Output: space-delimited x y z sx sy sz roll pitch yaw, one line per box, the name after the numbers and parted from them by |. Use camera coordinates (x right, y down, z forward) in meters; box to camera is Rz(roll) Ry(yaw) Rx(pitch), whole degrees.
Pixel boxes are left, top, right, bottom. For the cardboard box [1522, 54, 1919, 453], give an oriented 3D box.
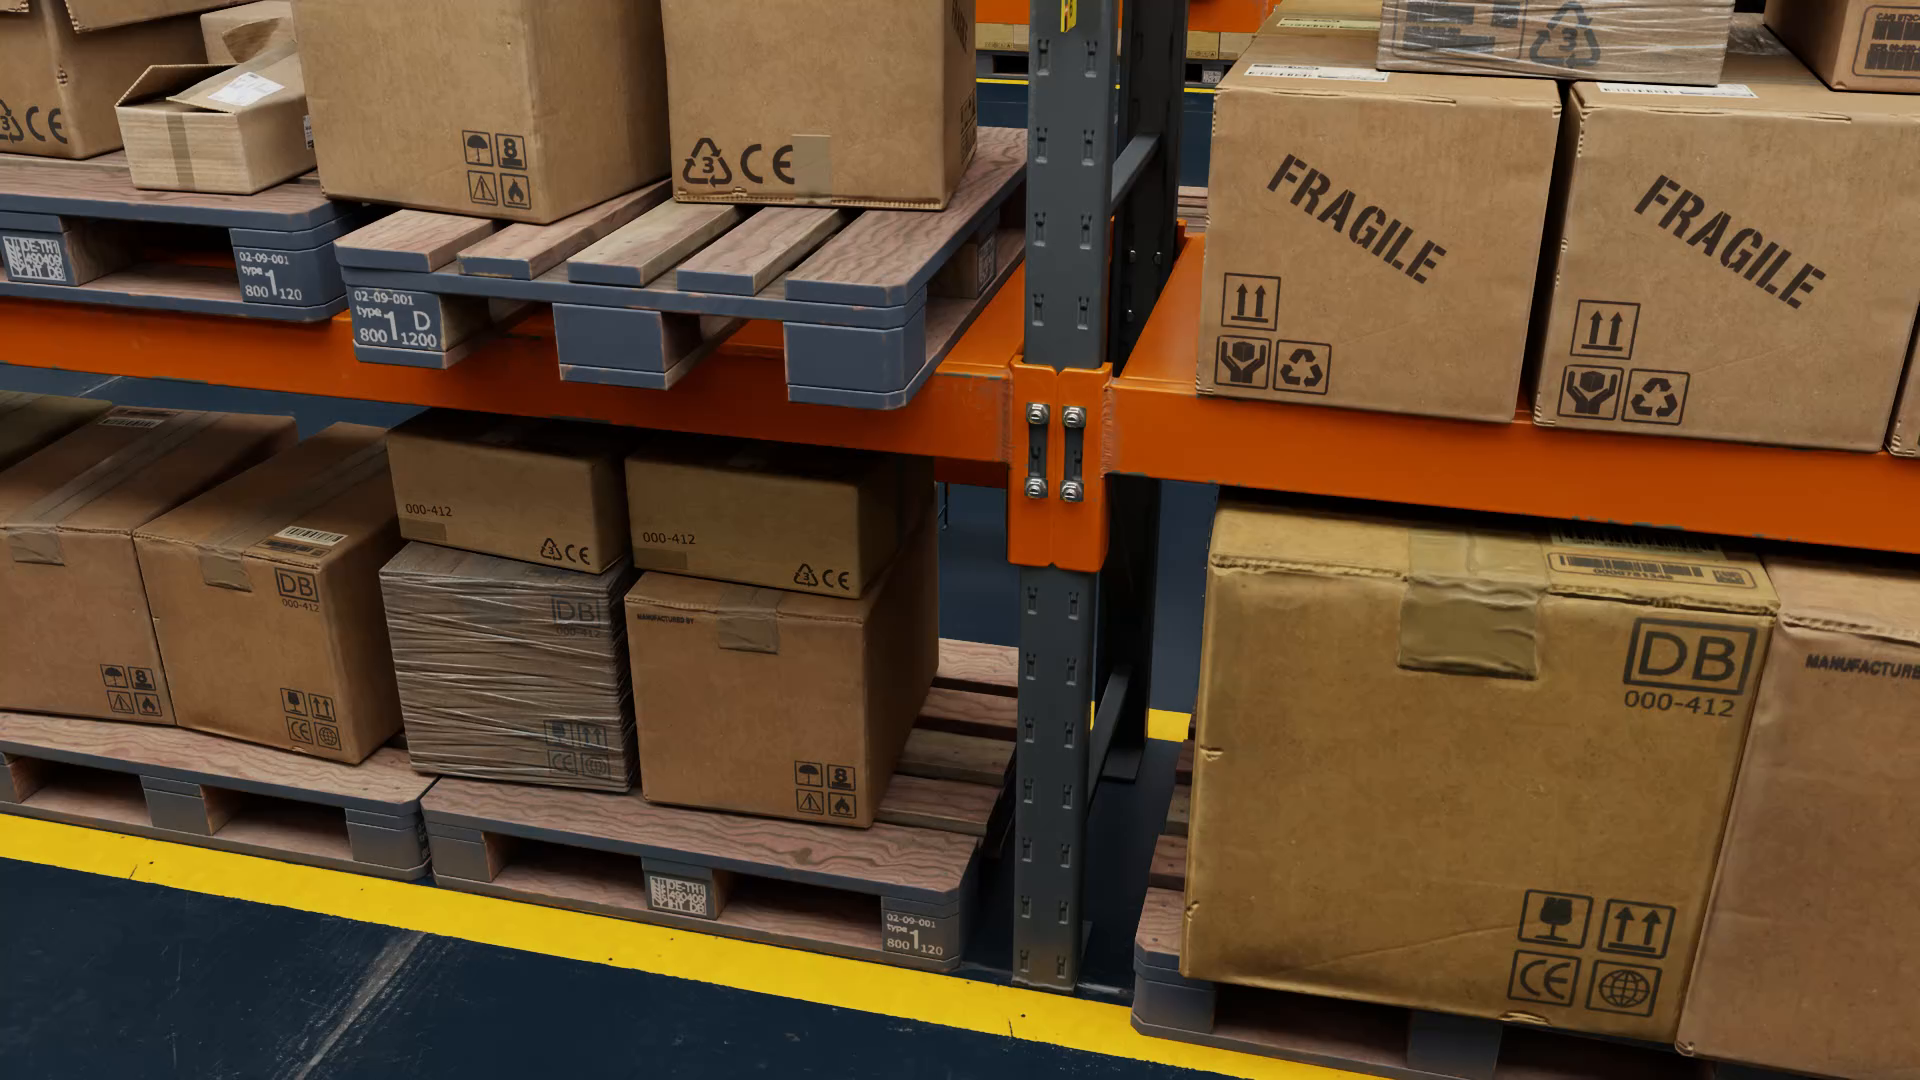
1.193 -0.481 2.654 0.500 0.500 0.500 6 26 12 | cardboard box

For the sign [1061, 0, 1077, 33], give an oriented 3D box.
0.164 -0.915 2.428 0.005 0.325 0.100 6 26 13 | sign

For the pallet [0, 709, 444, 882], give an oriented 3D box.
-1.645 0.388 4.189 1.213 0.211 1.003 6 26 13 | pallet

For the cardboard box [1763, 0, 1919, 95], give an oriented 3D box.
1.624 -0.997 2.572 0.637 0.503 0.797 7 26 14 | cardboard box

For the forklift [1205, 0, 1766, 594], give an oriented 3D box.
2.270 -1.094 4.138 3.031 2.935 1.130 7 26 14 | forklift

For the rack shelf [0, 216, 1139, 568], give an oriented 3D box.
-1.647 -0.545 3.741 4.000 0.370 1.077 6 26 13 | rack shelf

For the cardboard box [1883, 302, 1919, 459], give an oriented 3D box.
1.690 -0.427 2.542 0.500 0.500 0.500 6 26 12 | cardboard box

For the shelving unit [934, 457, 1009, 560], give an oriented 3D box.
0.052 -0.468 5.012 0.252 1.050 0.215 6 26 13 | shelving unit

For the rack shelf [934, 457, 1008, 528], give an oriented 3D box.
0.052 -0.208 5.136 0.240 0.259 0.215 6 26 13 | rack shelf

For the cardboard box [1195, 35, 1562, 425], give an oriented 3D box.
0.693 -0.535 2.768 0.500 0.500 0.500 7 26 15 | cardboard box

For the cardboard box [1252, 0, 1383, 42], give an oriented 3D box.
0.829 -0.751 3.221 0.500 0.500 0.500 7 26 15 | cardboard box

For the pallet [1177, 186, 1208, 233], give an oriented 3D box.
0.783 -1.557 8.275 1.213 0.211 1.003 6 26 13 | pallet

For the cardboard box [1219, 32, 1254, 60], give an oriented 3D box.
2.190 -3.682 12.204 0.500 0.250 0.500 7 26 14 | cardboard box

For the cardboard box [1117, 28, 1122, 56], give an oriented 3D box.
1.204 -3.791 12.433 0.500 0.250 0.500 7 26 14 | cardboard box

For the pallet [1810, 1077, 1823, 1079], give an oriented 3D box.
2.212 0.851 3.217 1.213 0.211 1.003 6 26 13 | pallet

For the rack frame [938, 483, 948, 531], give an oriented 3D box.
-0.066 -0.481 5.040 0.008 1.050 0.200 6 26 13 | rack frame

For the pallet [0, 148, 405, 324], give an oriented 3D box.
-1.638 -0.764 3.587 1.213 0.211 1.003 6 26 13 | pallet

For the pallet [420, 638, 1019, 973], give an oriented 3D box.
-0.467 0.520 3.913 1.213 0.211 1.003 6 26 13 | pallet

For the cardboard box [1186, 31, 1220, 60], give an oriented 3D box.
1.690 -3.736 12.317 0.500 0.250 0.500 6 26 12 | cardboard box

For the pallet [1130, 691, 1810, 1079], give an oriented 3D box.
1.035 0.720 3.493 1.213 0.211 1.003 6 26 13 | pallet

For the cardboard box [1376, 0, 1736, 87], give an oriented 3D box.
0.994 -1.068 2.721 0.637 0.503 0.797 7 26 15 | cardboard box

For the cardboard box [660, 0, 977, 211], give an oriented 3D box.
-0.243 -0.931 3.112 0.500 0.500 0.500 3 26 7 | cardboard box

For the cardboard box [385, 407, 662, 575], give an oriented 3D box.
-0.883 -0.176 3.653 0.500 0.250 0.500 9 27 19 | cardboard box

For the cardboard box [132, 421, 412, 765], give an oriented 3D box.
-1.455 0.099 3.948 0.500 0.500 0.700 9 27 17 | cardboard box

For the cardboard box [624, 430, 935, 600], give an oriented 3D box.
-0.367 -0.123 3.543 0.500 0.250 0.500 7 26 15 | cardboard box

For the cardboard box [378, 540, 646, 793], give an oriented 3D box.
-0.905 0.157 3.826 0.500 0.500 0.700 4 26 9 | cardboard box

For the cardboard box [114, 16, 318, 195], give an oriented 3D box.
-1.393 -0.850 3.214 0.258 0.266 0.396 6 26 12 | cardboard box

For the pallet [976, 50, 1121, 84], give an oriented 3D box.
0.795 -3.756 12.893 1.213 0.211 1.003 6 26 13 | pallet

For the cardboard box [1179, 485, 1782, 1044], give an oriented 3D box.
0.953 0.197 3.330 0.875 0.875 1.225 5 26 11 | cardboard box

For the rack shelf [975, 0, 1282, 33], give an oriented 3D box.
-0.414 -2.607 8.072 4.000 0.370 1.077 6 26 13 | rack shelf

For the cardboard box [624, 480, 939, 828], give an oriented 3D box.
-0.364 0.211 3.713 0.500 0.500 0.700 5 26 10 | cardboard box

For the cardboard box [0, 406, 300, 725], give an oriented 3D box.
-1.996 0.040 4.073 0.500 0.500 0.700 4 26 9 | cardboard box

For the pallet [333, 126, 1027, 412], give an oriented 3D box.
-0.427 -0.601 3.245 1.003 0.211 1.213 6 26 13 | pallet

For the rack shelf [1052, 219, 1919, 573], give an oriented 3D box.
2.227 -0.116 2.842 4.000 0.370 1.077 6 26 13 | rack shelf

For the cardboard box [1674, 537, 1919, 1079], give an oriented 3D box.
1.814 0.296 3.123 0.875 0.875 1.225 6 26 13 | cardboard box

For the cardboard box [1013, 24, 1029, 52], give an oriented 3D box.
0.705 -3.845 12.546 0.500 0.250 0.500 7 26 14 | cardboard box

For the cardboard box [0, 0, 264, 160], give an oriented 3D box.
-1.882 -1.173 3.615 0.637 0.503 0.797 9 27 18 | cardboard box

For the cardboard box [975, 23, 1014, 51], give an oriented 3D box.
0.213 -3.899 12.661 0.500 0.250 0.500 6 26 11 | cardboard box

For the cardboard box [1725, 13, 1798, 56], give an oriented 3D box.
1.311 -0.695 3.104 0.500 0.500 0.500 6 26 13 | cardboard box

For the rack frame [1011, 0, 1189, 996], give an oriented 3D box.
0.290 -0.655 3.137 0.127 3.000 1.000 6 26 13 | rack frame

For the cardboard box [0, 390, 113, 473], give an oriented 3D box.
-2.538 -0.020 4.198 0.500 0.500 0.700 6 26 13 | cardboard box

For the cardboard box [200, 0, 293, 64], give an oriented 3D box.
-1.276 -1.052 3.657 0.500 0.250 0.500 6 26 12 | cardboard box

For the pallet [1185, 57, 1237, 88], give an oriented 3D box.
1.973 -3.624 12.617 1.213 0.211 1.003 6 26 13 | pallet

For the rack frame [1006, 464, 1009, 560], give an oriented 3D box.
0.170 -0.455 4.985 0.008 1.050 0.200 6 26 13 | rack frame

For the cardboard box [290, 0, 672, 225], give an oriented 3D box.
-0.809 -0.949 3.150 0.500 0.500 0.700 10 27 21 | cardboard box
